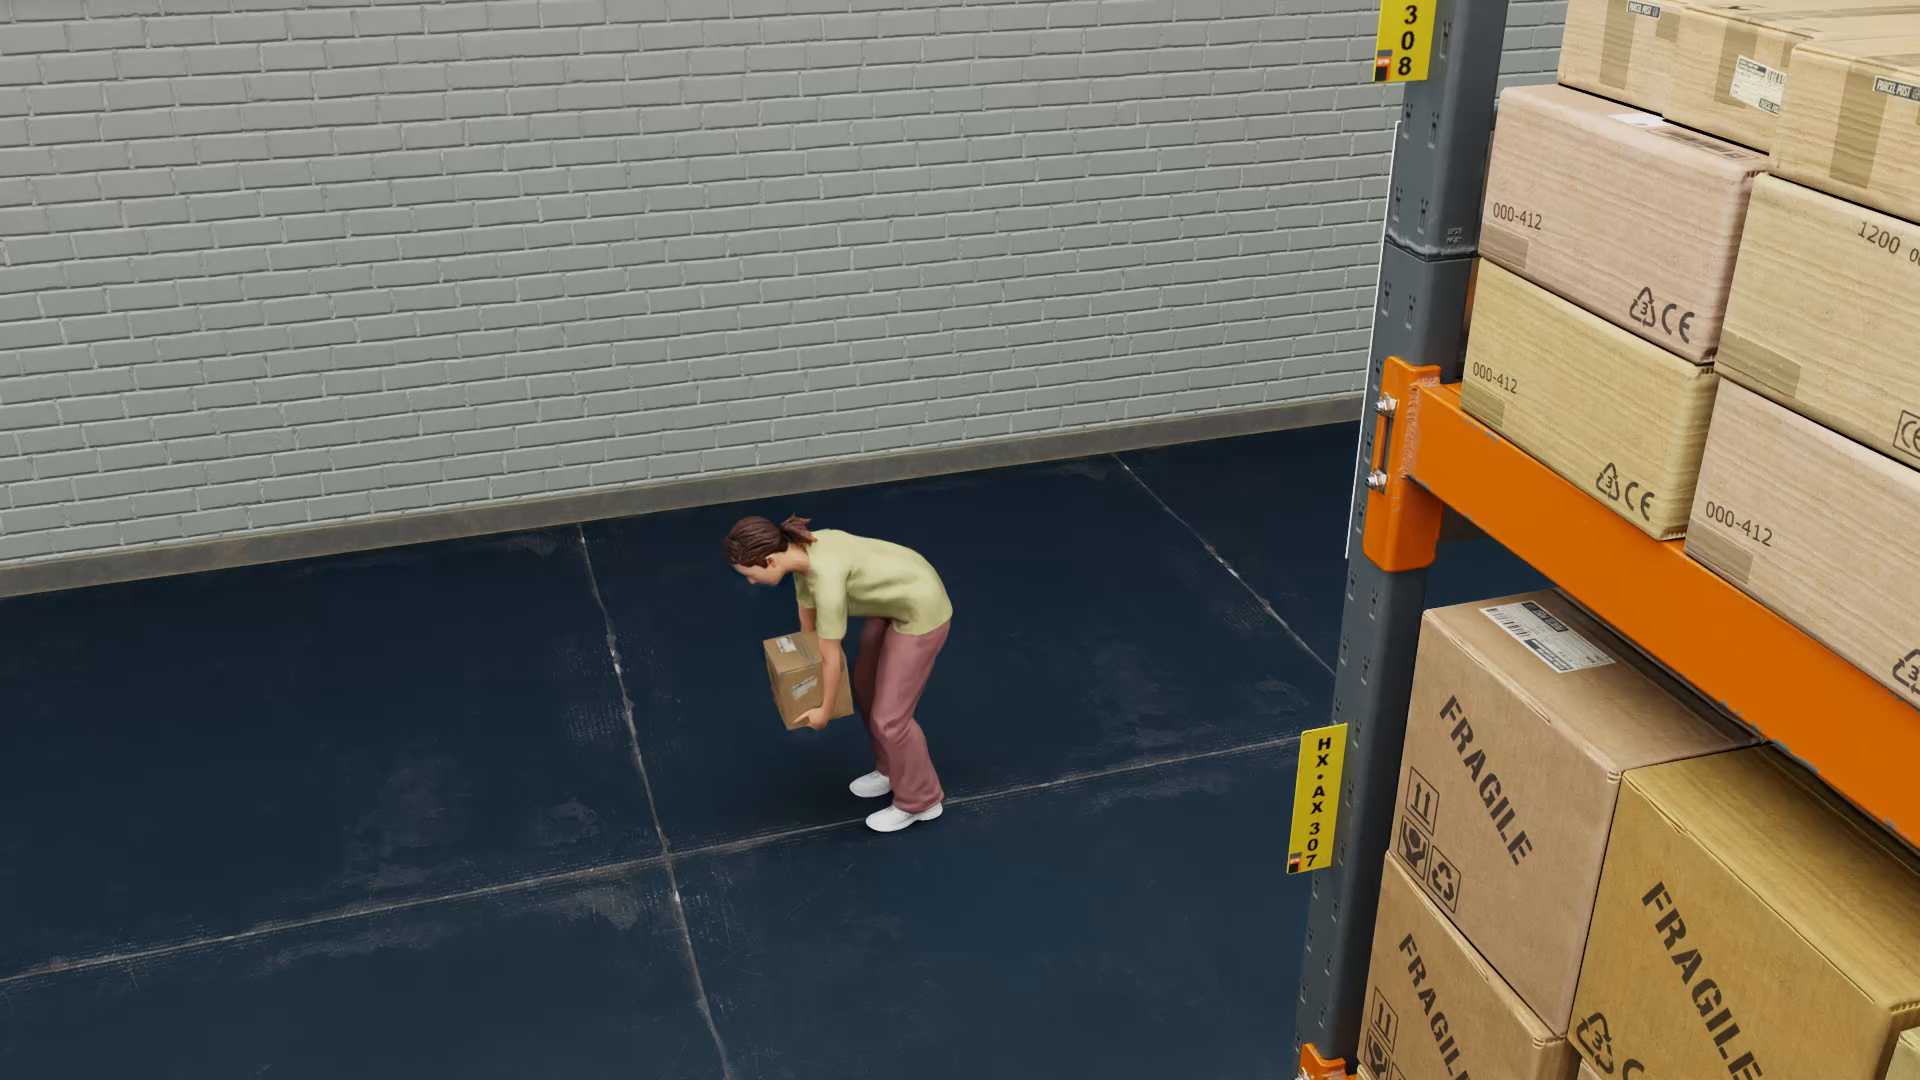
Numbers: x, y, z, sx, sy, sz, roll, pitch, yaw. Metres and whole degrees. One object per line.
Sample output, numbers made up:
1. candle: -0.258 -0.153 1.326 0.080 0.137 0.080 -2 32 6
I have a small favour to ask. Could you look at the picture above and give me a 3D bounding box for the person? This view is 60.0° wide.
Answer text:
1. person: -0.434 0.467 6.091 0.812 1.311 0.410 -9 28 -17
